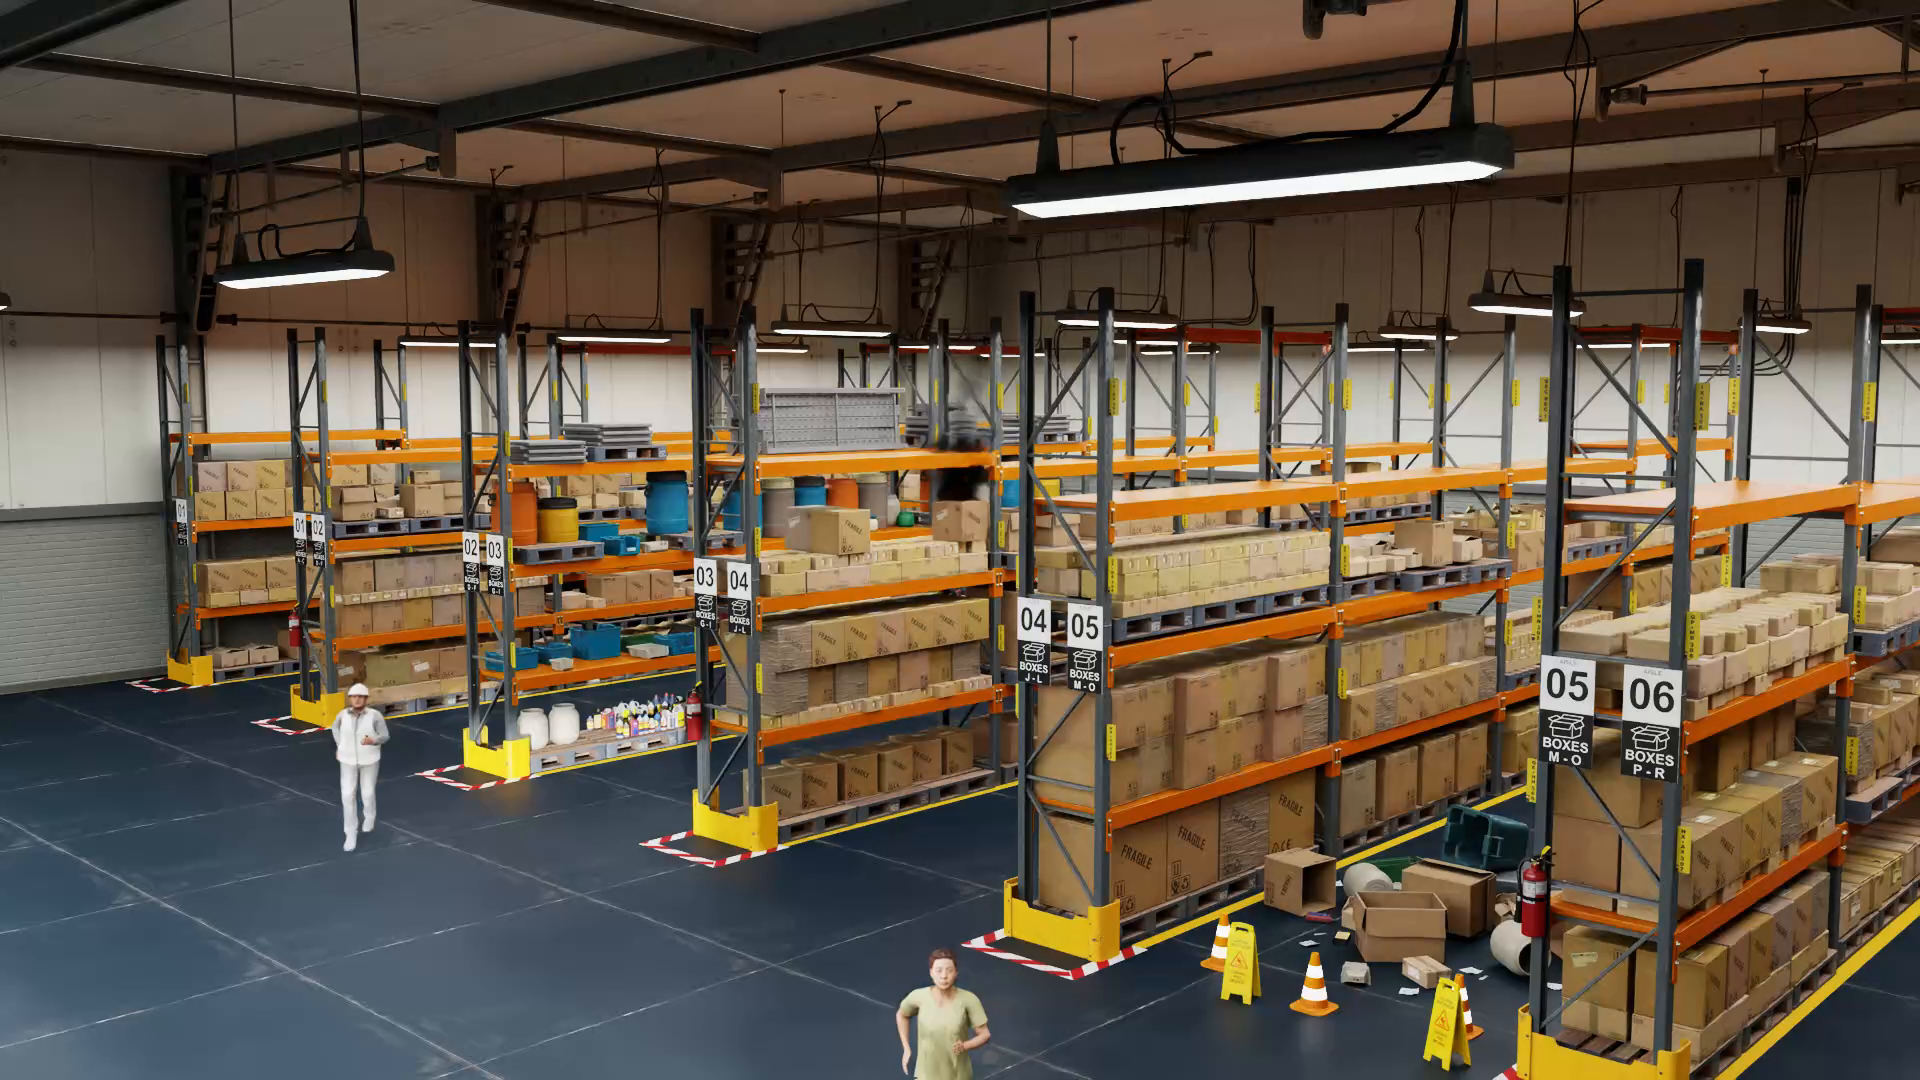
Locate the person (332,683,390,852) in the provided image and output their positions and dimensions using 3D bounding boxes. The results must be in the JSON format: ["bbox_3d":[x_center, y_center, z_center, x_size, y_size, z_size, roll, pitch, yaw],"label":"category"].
[{"bbox_3d":[-6.759,2.518,18.759,0.648,1.825,0.850,-1,6,-13],"label":"person"}]

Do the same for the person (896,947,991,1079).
[{"bbox_3d":[-0.099,3.344,10.329,0.577,1.648,0.968,0,5,-4],"label":"person"}]
